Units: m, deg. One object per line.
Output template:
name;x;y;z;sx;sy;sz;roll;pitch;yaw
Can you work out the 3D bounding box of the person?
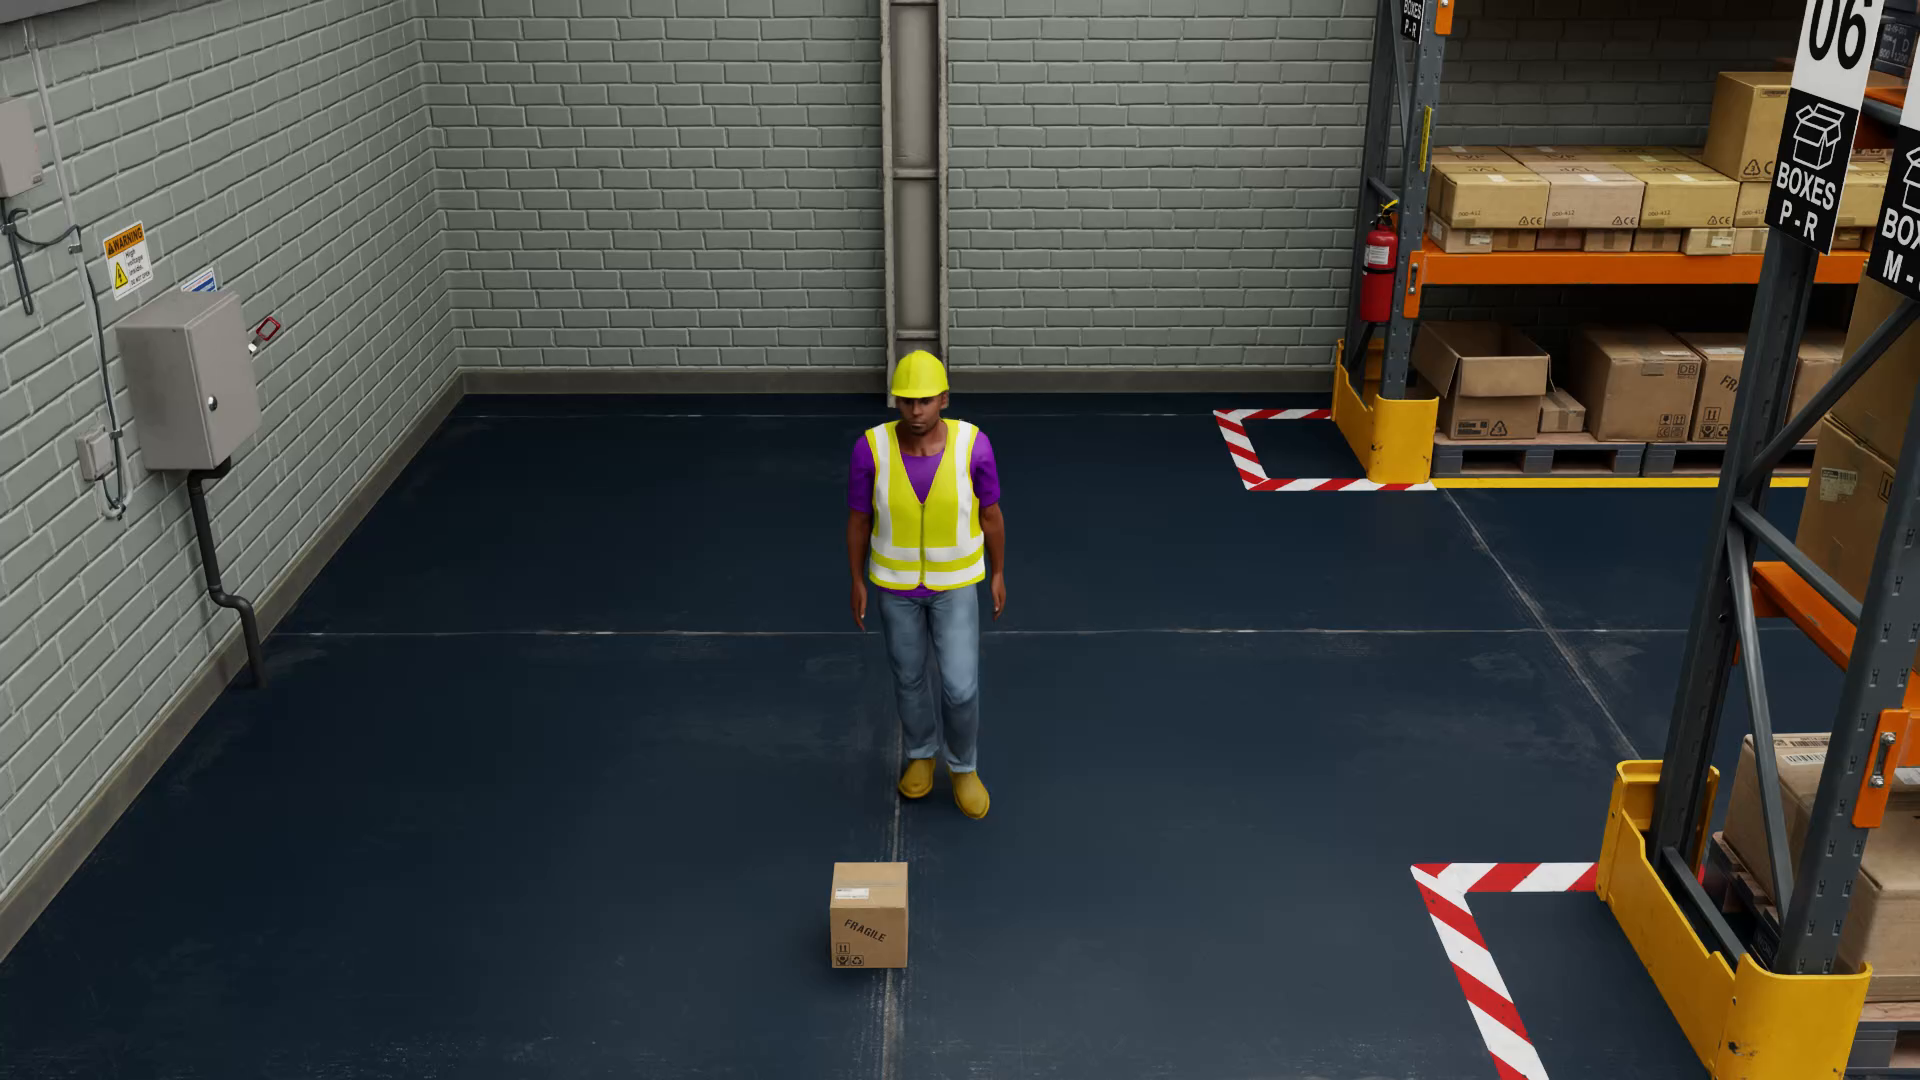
person;-0.129;0.181;6.162;0.590;1.791;0.445;2;24;4
